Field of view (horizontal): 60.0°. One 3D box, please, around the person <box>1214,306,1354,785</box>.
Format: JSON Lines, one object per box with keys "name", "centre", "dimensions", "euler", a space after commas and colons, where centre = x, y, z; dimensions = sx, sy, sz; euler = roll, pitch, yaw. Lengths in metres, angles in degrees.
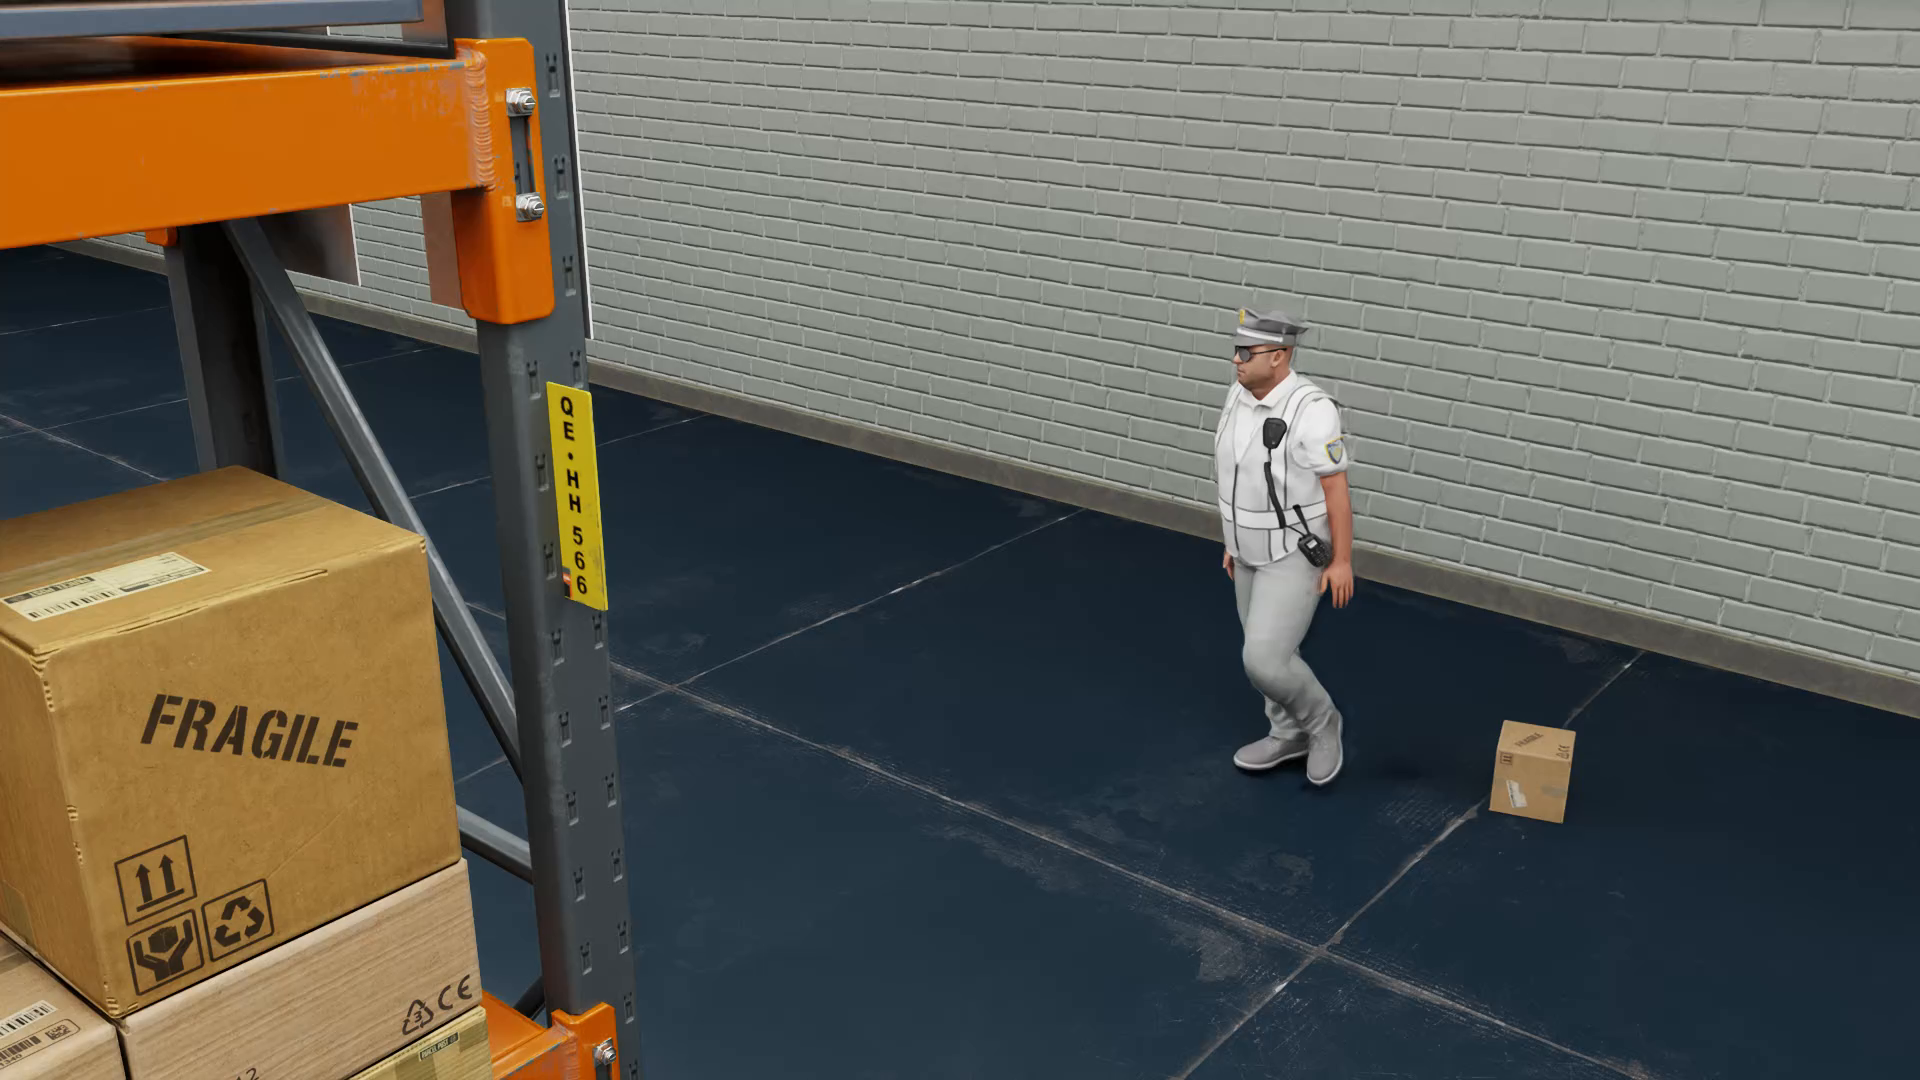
{"name": "person", "centre": [1.140, 0.027, 5.935], "dimensions": [0.472, 1.748, 0.596], "euler": [-10, 22, -25]}
